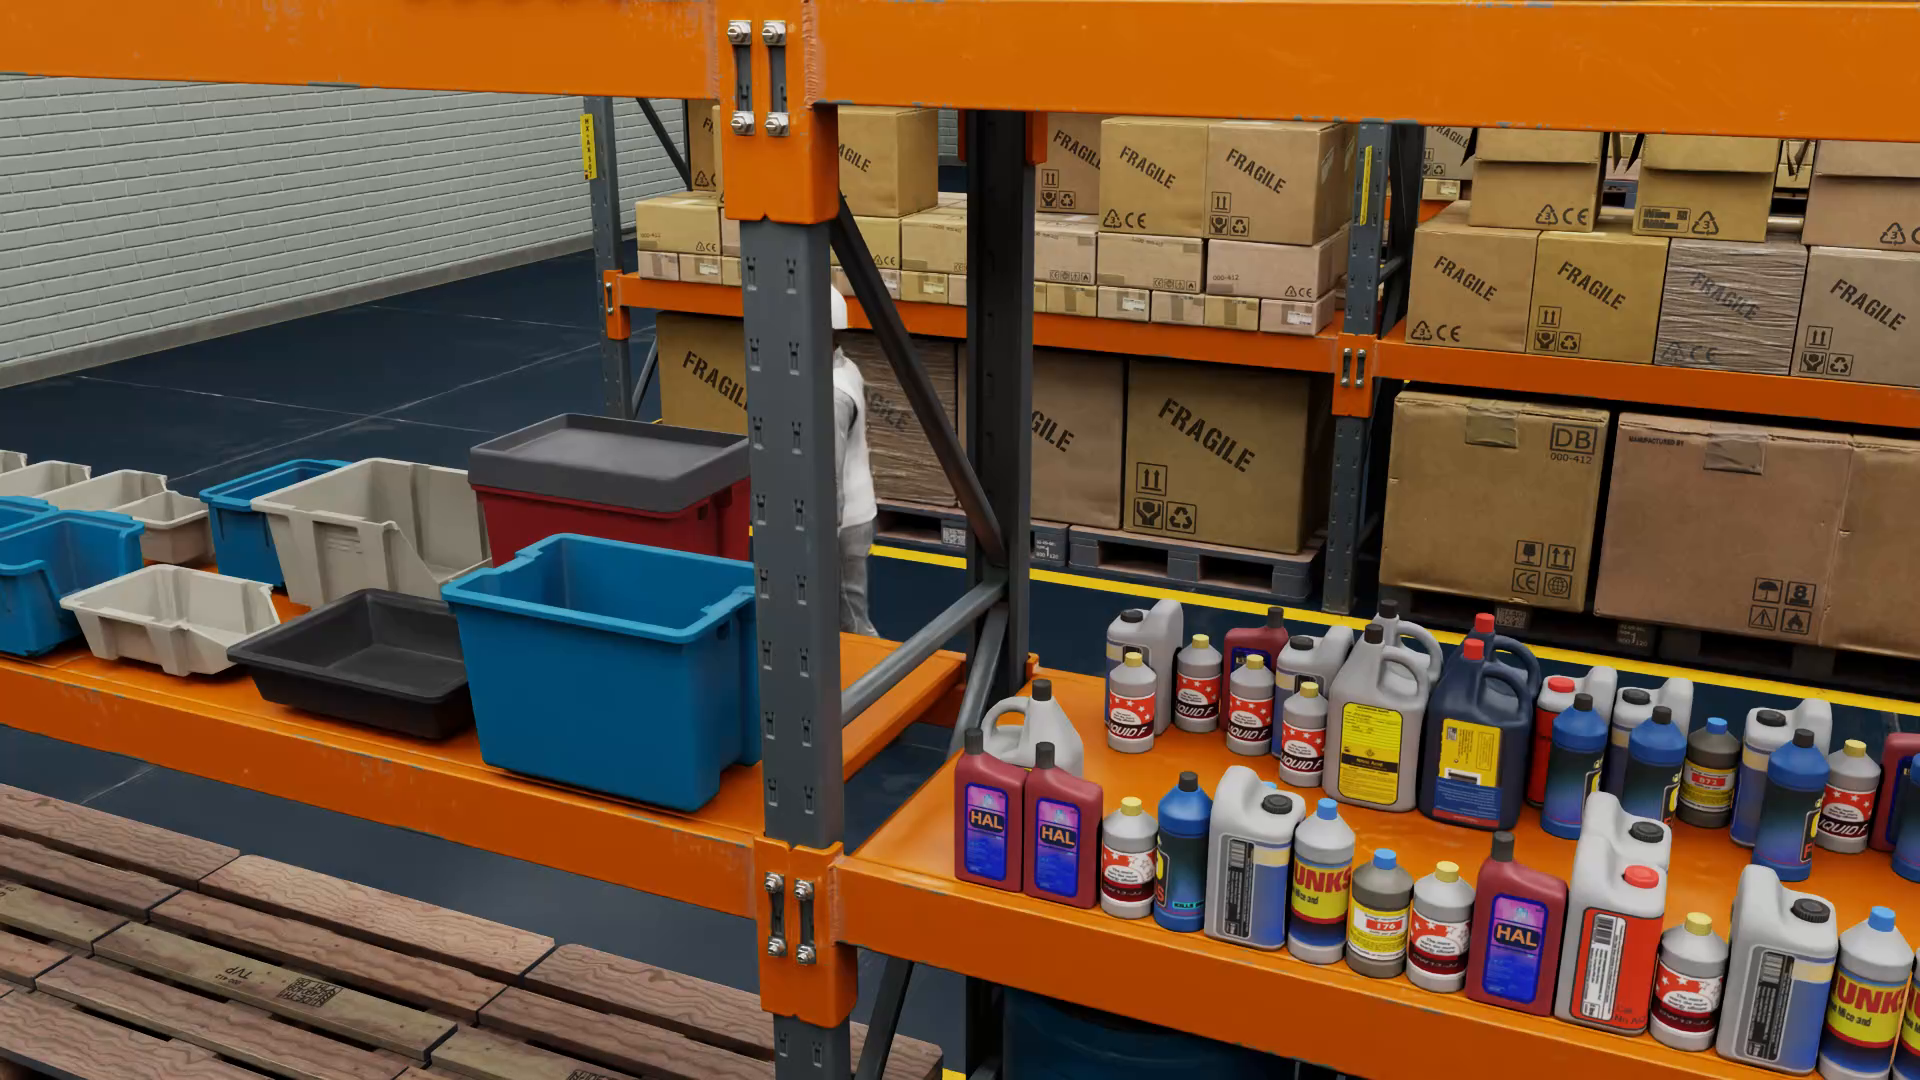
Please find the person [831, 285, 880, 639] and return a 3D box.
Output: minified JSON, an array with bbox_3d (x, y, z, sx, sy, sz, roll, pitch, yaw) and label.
[{"bbox_3d":[-0.466,-0.087,6.213,0.489,1.762,0.558,-2,19,-4],"label":"person"}]
